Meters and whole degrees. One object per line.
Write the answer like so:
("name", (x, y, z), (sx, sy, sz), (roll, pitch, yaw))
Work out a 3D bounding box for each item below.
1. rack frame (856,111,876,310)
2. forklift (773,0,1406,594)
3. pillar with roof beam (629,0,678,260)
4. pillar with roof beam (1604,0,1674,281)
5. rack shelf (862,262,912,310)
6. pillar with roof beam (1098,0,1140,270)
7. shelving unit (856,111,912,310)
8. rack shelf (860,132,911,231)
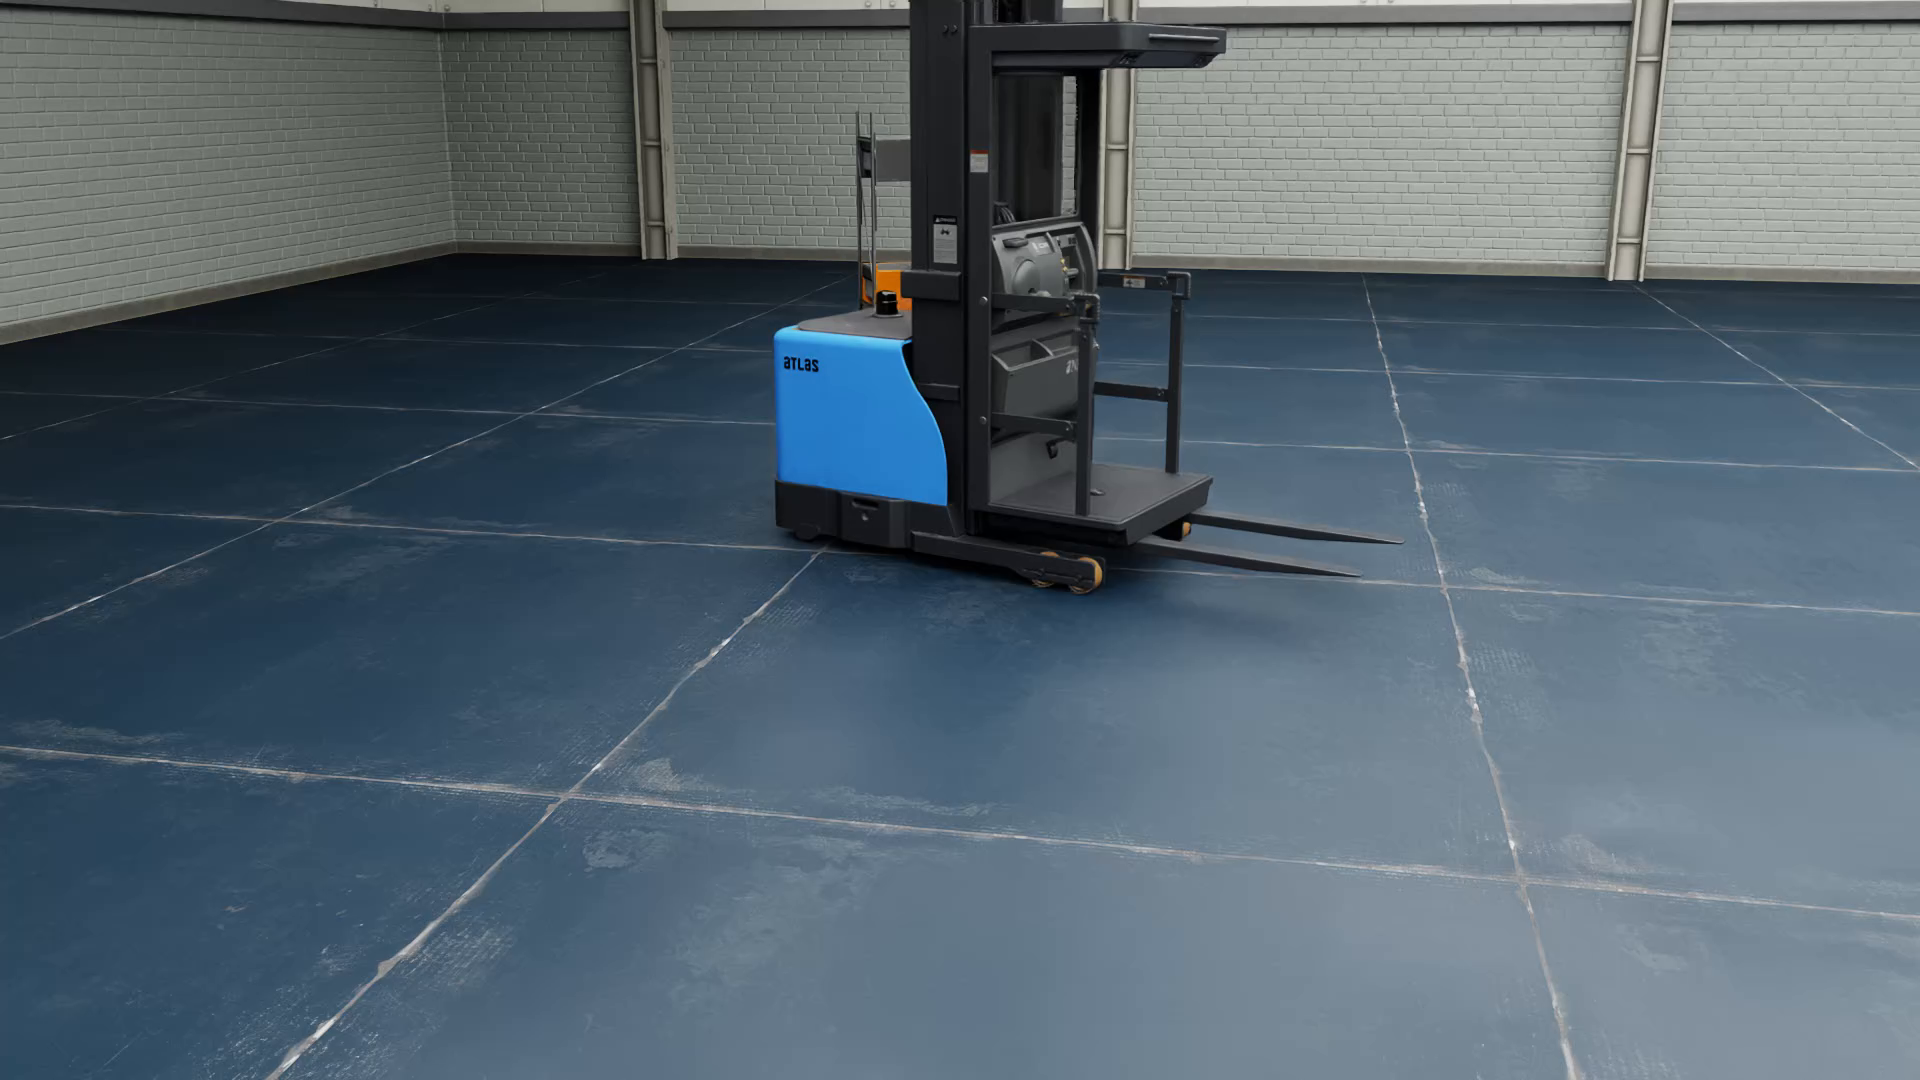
("rack frame", (-0.518, -1.315, 9.307), (0.015, 2.100, 0.400), (-4, 16, -15))
("forklift", (0.584, -1.329, 7.798), (3.031, 2.935, 1.130), (9, 18, 30))
("pillar with roof beam", (-4.804, -6.921, 16.621), (0.400, 9.000, 9.100), (3, 16, 11))
("pillar with roof beam", (6.955, -6.283, 14.317), (0.400, 9.000, 9.100), (3, 16, 11))
("rack shelf", (-0.283, -1.320, 9.374), (0.480, 0.518, 0.431), (-4, 16, -15))
("pillar with roof beam", (1.075, -6.602, 15.469), (0.400, 9.000, 9.100), (3, 16, 11))
("shelving unit", (-0.283, -1.333, 9.370), (0.503, 2.100, 0.431), (-4, 16, -15))
("rack shelf", (-0.283, -1.994, 9.187), (0.480, 0.518, 0.431), (-4, 16, -15))
